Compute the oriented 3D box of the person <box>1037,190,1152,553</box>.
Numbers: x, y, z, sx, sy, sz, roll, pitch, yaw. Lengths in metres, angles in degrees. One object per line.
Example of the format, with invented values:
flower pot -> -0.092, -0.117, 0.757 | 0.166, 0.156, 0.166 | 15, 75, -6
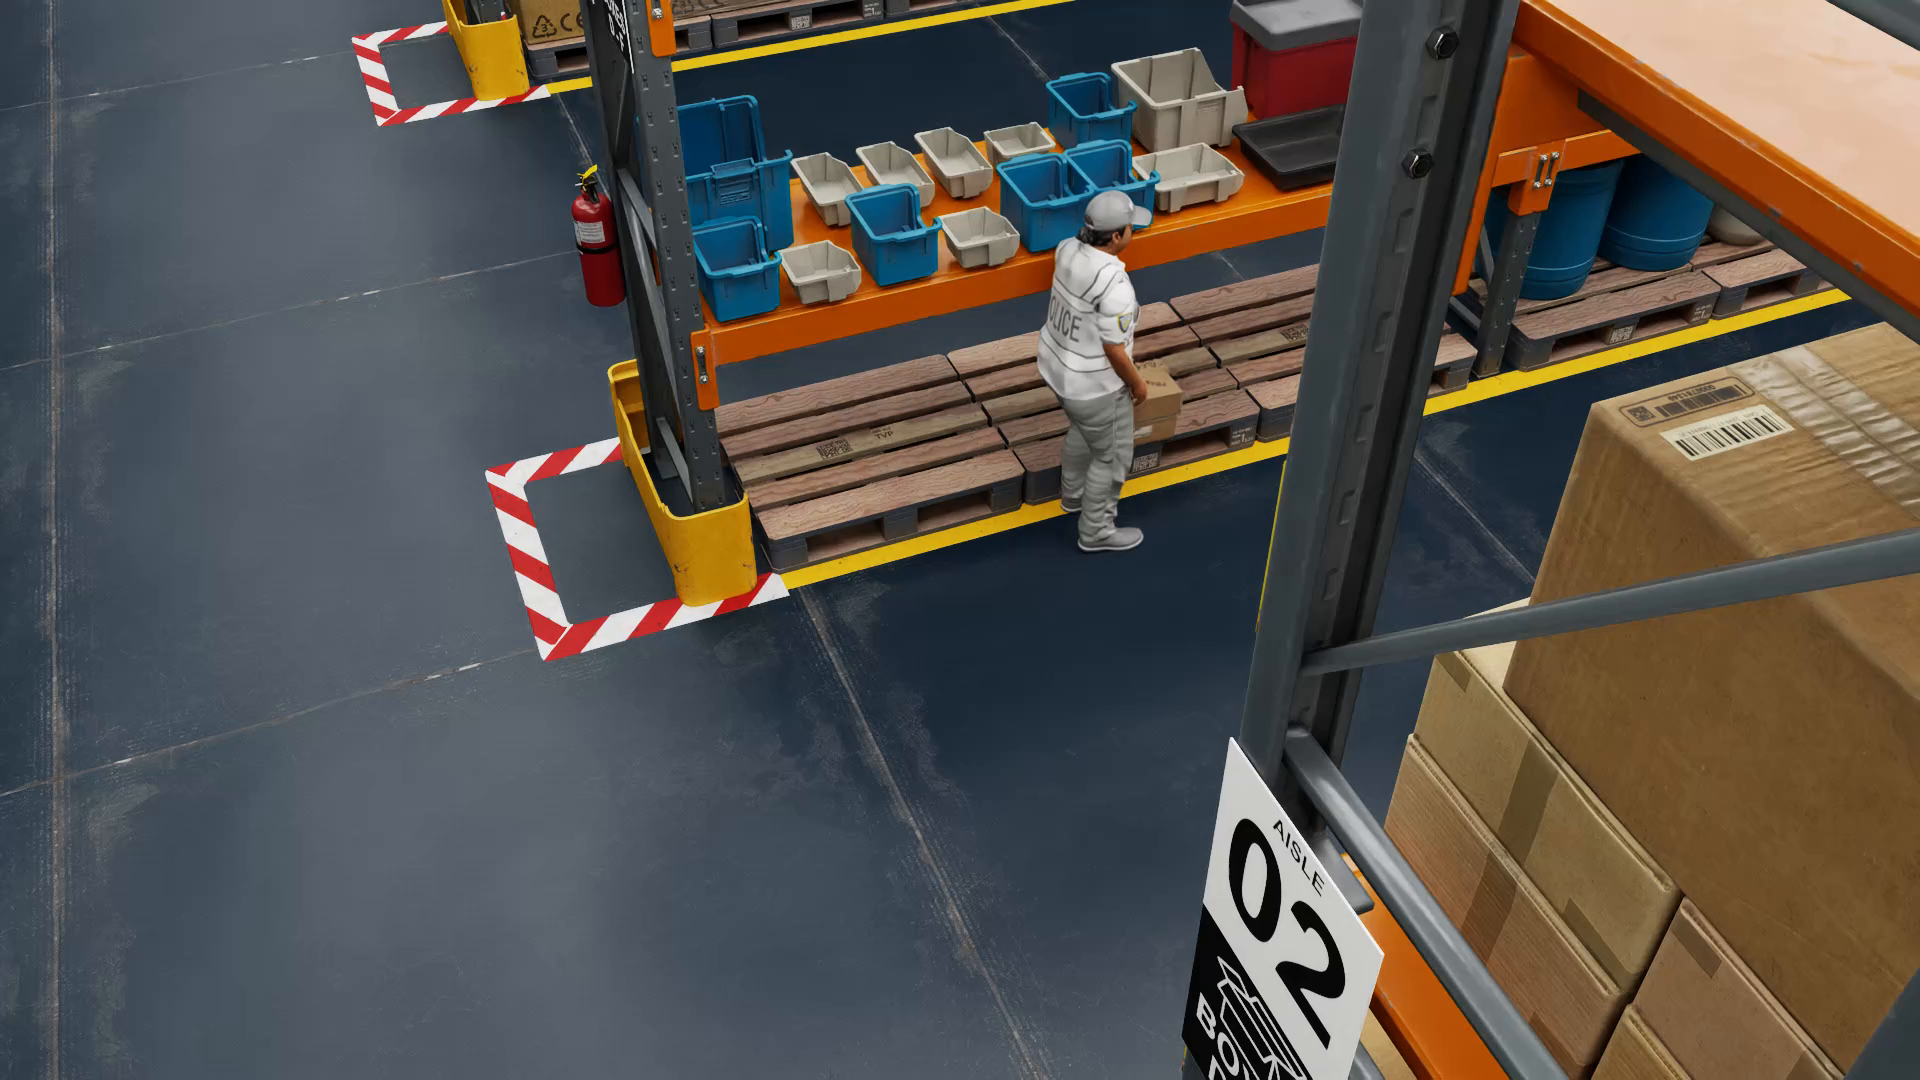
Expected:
person -> 0.576, -0.707, 7.011 | 0.451, 1.671, 0.521 | -17, 45, -18
